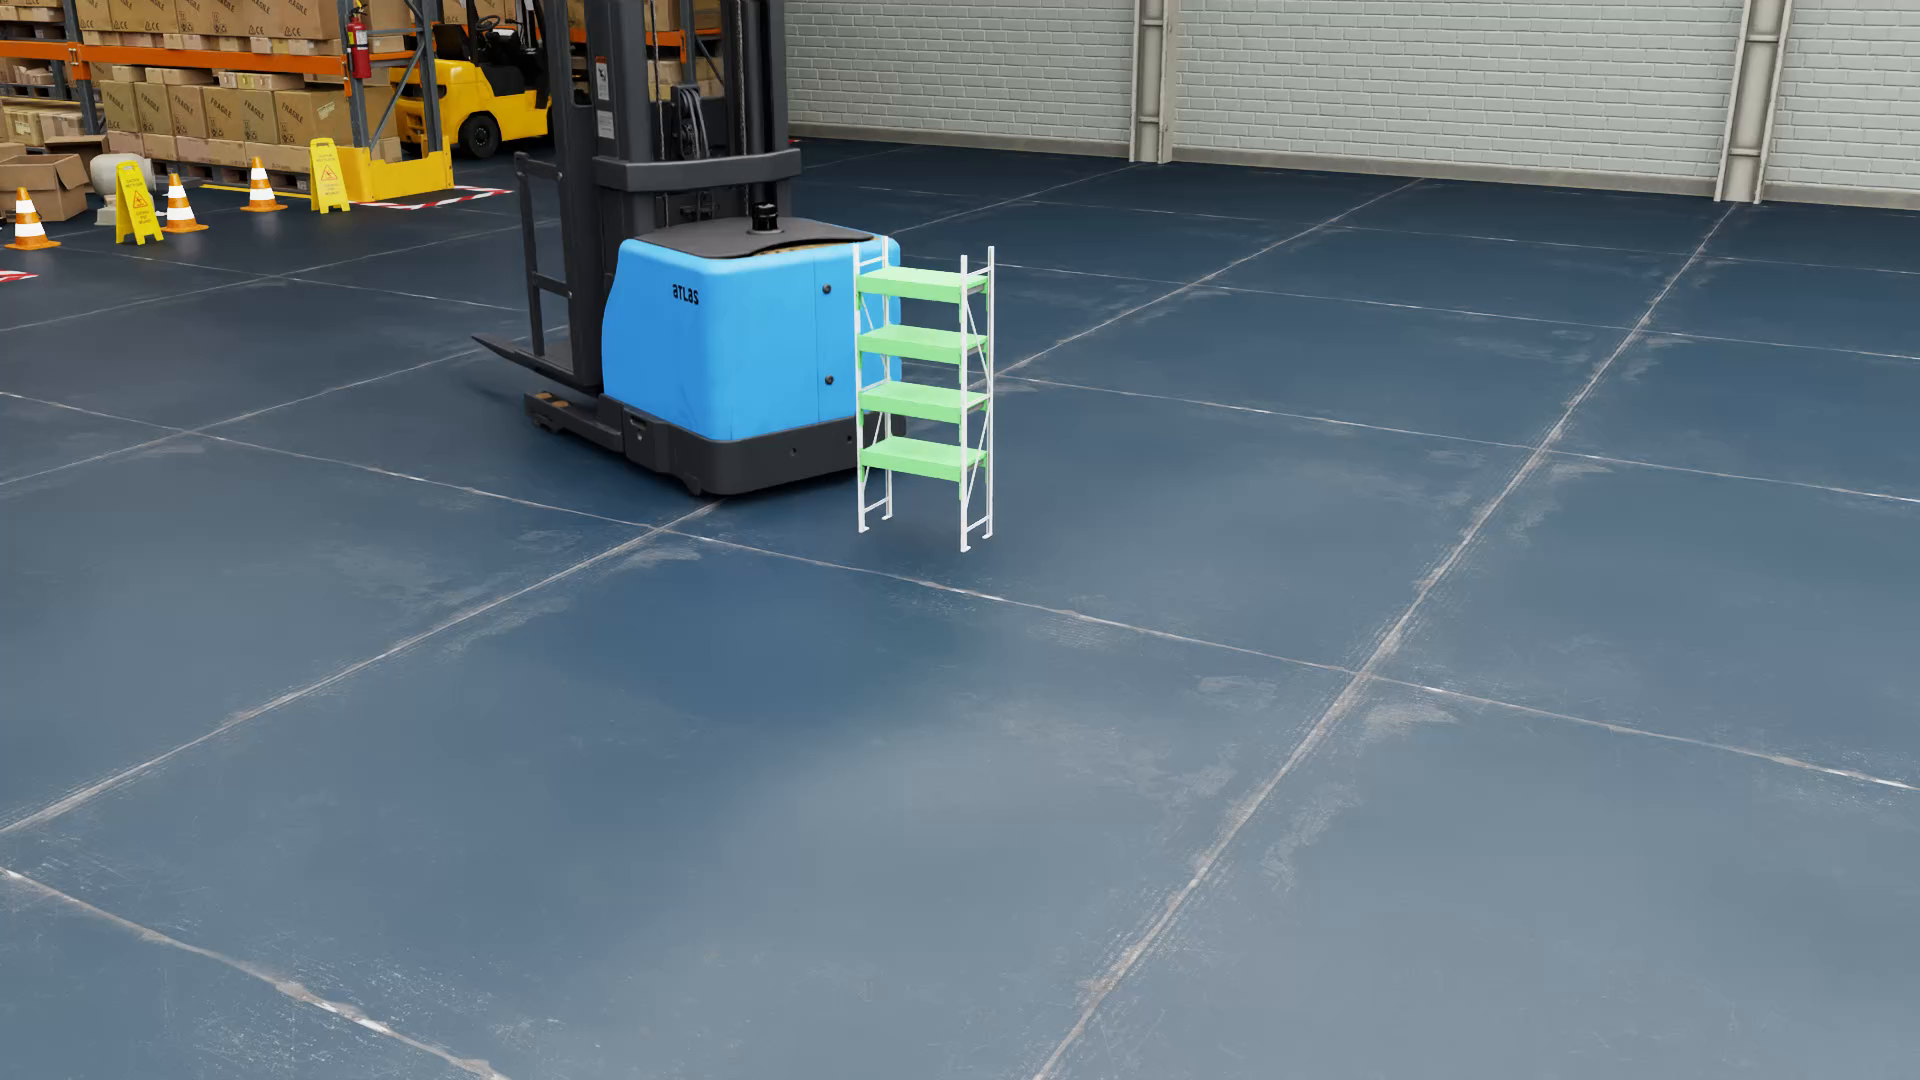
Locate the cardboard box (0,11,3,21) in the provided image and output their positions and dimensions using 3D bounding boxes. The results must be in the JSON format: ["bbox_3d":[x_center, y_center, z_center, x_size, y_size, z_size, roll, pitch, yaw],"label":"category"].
[{"bbox_3d":[-10.133,-5.627,17.732,0.250,0.149,0.380,11,23,28],"label":"cardboard box"}]

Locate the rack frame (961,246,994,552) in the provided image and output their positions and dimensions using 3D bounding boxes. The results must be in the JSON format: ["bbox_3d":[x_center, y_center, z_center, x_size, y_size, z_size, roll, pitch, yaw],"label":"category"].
[{"bbox_3d":[0.069,-0.551,6.625,0.015,1.200,0.240,11,23,27],"label":"rack frame"}]

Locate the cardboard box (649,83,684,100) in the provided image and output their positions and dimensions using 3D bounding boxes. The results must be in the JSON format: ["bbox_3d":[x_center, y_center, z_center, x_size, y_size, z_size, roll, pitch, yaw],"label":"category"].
[{"bbox_3d":[-3.528,-5.363,19.934,0.500,0.250,0.500,10,22,27],"label":"cardboard box"}]

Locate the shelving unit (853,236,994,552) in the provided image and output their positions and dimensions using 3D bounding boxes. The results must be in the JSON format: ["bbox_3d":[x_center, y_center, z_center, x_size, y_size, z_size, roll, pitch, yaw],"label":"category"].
[{"bbox_3d":[-0.145,-0.592,6.736,0.503,1.200,0.258,11,23,27],"label":"shelving unit"}]

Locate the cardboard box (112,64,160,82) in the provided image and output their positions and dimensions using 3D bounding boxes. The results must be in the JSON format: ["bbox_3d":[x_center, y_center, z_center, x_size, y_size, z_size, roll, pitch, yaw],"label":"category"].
[{"bbox_3d":[-8.397,-4.767,16.974,0.250,0.149,0.380,11,23,28],"label":"cardboard box"}]

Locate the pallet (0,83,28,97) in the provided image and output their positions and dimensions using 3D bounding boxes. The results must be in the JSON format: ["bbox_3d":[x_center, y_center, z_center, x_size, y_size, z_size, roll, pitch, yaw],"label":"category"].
[{"bbox_3d":[-15.095,-7.237,26.506,1.213,0.211,1.003,11,23,27],"label":"pallet"}]

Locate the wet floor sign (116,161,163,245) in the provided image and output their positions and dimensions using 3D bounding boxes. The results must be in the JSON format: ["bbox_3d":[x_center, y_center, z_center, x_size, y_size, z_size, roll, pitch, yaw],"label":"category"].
[{"bbox_3d":[-6.703,-2.744,13.484,0.232,0.644,0.267,7,21,18],"label":"wet floor sign"}]

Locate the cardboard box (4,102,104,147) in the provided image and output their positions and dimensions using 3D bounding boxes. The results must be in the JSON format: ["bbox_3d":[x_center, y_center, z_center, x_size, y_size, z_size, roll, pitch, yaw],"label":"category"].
[{"bbox_3d":[-9.949,-4.589,18.355,0.625,0.372,0.950,12,23,31],"label":"cardboard box"}]

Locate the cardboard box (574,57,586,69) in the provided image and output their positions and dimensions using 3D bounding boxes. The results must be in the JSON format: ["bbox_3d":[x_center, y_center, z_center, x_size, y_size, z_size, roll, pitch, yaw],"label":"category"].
[{"bbox_3d":[-4.399,-5.758,20.289,0.500,0.250,0.500,11,23,28],"label":"cardboard box"}]

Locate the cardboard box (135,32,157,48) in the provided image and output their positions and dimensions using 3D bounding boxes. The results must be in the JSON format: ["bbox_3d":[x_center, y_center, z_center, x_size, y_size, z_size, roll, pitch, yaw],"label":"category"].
[{"bbox_3d":[-8.050,-5.043,16.737,0.250,0.149,0.380,12,23,29],"label":"cardboard box"}]

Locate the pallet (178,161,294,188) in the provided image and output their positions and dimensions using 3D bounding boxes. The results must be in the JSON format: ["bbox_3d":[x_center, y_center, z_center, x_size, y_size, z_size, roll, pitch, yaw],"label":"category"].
[{"bbox_3d":[-7.188,-3.807,17.052,1.213,0.211,1.003,11,23,27],"label":"pallet"}]

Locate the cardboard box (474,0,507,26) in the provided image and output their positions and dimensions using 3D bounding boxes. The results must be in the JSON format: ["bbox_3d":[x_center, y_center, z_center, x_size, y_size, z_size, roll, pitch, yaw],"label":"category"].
[{"bbox_3d":[-5.720,-6.714,20.829,0.500,0.500,0.500,11,23,28],"label":"cardboard box"}]

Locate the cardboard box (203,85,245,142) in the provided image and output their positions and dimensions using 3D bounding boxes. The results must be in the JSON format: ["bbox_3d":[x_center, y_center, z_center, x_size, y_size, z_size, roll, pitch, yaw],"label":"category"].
[{"bbox_3d":[-7.089,-4.241,16.476,0.500,0.500,0.500,10,22,26],"label":"cardboard box"}]

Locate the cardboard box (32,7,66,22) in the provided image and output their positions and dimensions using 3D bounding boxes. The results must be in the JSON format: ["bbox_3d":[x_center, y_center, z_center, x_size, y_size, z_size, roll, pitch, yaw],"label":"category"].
[{"bbox_3d":[-9.444,-5.505,17.394,0.250,0.149,0.380,11,23,28],"label":"cardboard box"}]

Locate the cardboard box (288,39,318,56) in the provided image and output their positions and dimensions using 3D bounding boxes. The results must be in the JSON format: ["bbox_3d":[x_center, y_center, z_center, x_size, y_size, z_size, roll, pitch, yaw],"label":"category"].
[{"bbox_3d":[-6.074,-4.646,15.643,0.250,0.149,0.380,10,22,27],"label":"cardboard box"}]

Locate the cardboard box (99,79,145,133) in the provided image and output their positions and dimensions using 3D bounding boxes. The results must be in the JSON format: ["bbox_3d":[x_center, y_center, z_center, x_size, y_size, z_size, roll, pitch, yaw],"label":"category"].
[{"bbox_3d":[-8.477,-4.501,17.191,0.500,0.500,0.500,12,23,30],"label":"cardboard box"}]

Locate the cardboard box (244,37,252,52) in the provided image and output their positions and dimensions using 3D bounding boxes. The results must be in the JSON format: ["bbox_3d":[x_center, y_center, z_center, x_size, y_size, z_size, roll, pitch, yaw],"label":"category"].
[{"bbox_3d":[-6.682,-4.814,16.105,0.250,0.149,0.380,11,23,28],"label":"cardboard box"}]

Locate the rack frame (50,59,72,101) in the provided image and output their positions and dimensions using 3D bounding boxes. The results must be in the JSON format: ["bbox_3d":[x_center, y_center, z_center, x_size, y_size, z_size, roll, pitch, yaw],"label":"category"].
[{"bbox_3d":[-13.427,-8.231,25.156,0.127,3.000,1.000,11,23,27],"label":"rack frame"}]

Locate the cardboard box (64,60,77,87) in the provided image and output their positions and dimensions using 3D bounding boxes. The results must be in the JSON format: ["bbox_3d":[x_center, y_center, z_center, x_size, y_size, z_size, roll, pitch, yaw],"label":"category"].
[{"bbox_3d":[-13.115,-7.106,25.105,0.500,0.500,0.500,12,23,30],"label":"cardboard box"}]

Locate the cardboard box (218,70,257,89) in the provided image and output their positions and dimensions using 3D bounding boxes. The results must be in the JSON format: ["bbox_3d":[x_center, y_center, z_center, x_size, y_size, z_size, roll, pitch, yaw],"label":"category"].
[{"bbox_3d":[-6.995,-4.503,16.245,0.250,0.149,0.380,12,23,30],"label":"cardboard box"}]

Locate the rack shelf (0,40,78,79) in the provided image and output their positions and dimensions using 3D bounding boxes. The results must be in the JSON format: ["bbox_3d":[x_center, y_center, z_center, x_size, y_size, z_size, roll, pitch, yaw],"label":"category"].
[{"bbox_3d":[-10.606,-5.416,18.453,4.000,0.370,1.077,11,23,27],"label":"rack shelf"}]

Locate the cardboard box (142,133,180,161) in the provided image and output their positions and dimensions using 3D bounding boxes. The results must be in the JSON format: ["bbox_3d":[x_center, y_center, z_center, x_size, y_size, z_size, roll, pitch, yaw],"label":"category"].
[{"bbox_3d":[-8.005,-4.063,17.083,0.500,0.250,0.500,12,23,30],"label":"cardboard box"}]

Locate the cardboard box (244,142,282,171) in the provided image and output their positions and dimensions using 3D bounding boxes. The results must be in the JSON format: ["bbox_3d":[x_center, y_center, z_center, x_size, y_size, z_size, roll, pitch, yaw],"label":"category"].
[{"bbox_3d":[-6.654,-3.804,16.371,0.500,0.250,0.500,11,23,27],"label":"cardboard box"}]

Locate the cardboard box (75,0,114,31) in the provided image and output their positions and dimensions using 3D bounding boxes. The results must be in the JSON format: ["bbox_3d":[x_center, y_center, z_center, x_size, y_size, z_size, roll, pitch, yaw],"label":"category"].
[{"bbox_3d":[-8.612,-5.453,16.915,0.500,0.500,0.500,11,23,27],"label":"cardboard box"}]

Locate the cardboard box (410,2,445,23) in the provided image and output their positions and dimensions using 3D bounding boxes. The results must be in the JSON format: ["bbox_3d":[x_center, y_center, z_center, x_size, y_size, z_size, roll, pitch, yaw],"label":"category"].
[{"bbox_3d":[-7.010,-6.836,21.531,0.500,0.250,0.500,11,23,29],"label":"cardboard box"}]

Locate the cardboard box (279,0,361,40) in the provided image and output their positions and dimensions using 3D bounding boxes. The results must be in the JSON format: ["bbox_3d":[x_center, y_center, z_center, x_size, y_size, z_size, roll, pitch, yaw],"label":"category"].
[{"bbox_3d":[-5.977,-4.952,15.535,0.500,0.500,0.500,10,22,26],"label":"cardboard box"}]

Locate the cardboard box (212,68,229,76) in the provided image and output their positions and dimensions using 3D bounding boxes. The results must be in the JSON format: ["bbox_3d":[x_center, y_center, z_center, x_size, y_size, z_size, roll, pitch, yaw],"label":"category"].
[{"bbox_3d":[-10.409,-6.594,23.695,0.500,0.500,0.500,12,23,29],"label":"cardboard box"}]

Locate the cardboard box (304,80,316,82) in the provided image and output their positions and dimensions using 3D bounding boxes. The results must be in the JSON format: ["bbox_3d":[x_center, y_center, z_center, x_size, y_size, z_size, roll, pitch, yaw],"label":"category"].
[{"bbox_3d":[-6.851,-4.406,16.929,0.500,0.500,0.500,11,23,28],"label":"cardboard box"}]

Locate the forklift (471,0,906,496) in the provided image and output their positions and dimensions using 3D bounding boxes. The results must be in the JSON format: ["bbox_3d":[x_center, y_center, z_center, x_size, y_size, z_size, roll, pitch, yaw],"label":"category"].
[{"bbox_3d":[-1.566,-2.004,8.092,1.130,2.935,3.031,-15,25,-36],"label":"forklift"}]

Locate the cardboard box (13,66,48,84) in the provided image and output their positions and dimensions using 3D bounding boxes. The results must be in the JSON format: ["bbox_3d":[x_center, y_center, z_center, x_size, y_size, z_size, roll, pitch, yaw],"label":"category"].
[{"bbox_3d":[-14.368,-7.207,25.729,0.258,0.266,0.396,12,23,29],"label":"cardboard box"}]

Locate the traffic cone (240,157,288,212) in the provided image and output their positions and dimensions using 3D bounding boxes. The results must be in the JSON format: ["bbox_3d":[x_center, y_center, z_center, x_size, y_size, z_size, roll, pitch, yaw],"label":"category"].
[{"bbox_3d":[-6.373,-3.252,15.151,0.334,0.463,0.336,11,23,27],"label":"traffic cone"}]

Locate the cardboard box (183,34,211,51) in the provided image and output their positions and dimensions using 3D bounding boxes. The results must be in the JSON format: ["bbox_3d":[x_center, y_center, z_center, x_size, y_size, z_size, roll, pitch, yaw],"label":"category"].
[{"bbox_3d":[-7.396,-4.907,16.362,0.250,0.149,0.380,11,23,27],"label":"cardboard box"}]

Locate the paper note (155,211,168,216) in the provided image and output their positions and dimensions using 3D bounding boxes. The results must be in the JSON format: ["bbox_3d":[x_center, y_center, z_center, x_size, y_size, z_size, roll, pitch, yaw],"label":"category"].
[{"bbox_3d":[-7.164,-2.926,14.886,0.142,0.019,0.148,3,20,9],"label":"paper note"}]

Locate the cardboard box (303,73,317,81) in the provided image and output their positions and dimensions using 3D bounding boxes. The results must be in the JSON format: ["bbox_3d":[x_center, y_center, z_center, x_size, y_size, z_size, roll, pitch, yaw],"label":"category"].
[{"bbox_3d":[-8.823,-6.432,23.066,0.625,0.625,0.875,12,23,29],"label":"cardboard box"}]

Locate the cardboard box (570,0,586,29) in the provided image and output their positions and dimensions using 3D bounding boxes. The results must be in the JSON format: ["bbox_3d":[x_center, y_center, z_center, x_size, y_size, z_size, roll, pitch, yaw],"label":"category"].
[{"bbox_3d":[-4.404,-6.460,20.128,0.500,0.500,0.500,10,22,26],"label":"cardboard box"}]

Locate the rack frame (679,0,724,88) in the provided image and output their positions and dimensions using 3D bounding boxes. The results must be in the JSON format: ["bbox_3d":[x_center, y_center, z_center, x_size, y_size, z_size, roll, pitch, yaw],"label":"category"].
[{"bbox_3d":[-2.951,-6.235,19.655,0.127,3.000,1.000,11,23,27],"label":"rack frame"}]

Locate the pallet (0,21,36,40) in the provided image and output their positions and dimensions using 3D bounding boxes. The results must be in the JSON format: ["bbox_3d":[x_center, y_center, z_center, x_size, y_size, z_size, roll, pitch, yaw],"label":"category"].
[{"bbox_3d":[-10.604,-5.680,18.406,1.213,0.211,1.003,11,23,27],"label":"pallet"}]

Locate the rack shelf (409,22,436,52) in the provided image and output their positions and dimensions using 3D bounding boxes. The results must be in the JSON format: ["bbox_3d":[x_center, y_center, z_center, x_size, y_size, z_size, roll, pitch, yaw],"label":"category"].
[{"bbox_3d":[-8.189,-6.895,22.528,4.000,0.370,1.077,11,23,27],"label":"rack shelf"}]

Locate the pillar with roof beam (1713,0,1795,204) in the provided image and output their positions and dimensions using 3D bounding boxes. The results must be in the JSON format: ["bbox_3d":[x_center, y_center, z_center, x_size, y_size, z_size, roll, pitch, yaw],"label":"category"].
[{"bbox_3d":[5.258,-6.162,10.656,0.400,9.000,9.100,11,23,27],"label":"pillar with roof beam"}]

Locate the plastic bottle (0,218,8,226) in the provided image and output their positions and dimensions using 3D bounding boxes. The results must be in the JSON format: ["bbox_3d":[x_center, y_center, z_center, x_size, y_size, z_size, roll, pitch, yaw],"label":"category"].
[{"bbox_3d":[-8.388,-2.744,14.341,0.283,0.061,0.133,3,20,9],"label":"plastic bottle"}]

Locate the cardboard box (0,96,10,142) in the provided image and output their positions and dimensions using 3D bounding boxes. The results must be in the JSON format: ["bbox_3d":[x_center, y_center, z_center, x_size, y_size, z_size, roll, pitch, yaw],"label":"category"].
[{"bbox_3d":[-9.702,-4.068,16.236,0.500,0.500,0.500,11,23,27],"label":"cardboard box"}]

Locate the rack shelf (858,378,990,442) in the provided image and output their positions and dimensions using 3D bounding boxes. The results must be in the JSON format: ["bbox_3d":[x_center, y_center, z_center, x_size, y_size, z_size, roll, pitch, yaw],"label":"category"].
[{"bbox_3d":[-0.145,-0.532,6.758,0.480,0.148,0.258,11,23,27],"label":"rack shelf"}]

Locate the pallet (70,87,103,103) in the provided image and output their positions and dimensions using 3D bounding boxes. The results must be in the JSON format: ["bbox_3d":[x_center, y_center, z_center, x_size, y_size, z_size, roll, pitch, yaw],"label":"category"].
[{"bbox_3d":[-12.699,-6.796,25.290,1.213,0.211,1.003,11,23,27],"label":"pallet"}]

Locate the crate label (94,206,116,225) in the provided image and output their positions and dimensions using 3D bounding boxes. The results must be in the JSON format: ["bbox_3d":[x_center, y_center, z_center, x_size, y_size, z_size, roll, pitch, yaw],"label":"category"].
[{"bbox_3d":[-7.334,-2.824,14.449,0.298,0.136,0.250,0,20,-1],"label":"crate label"}]

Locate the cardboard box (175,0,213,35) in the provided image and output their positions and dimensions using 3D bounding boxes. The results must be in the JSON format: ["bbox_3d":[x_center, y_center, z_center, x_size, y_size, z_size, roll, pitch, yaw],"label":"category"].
[{"bbox_3d":[-7.280,-5.211,16.248,0.500,0.500,0.500,11,23,28],"label":"cardboard box"}]

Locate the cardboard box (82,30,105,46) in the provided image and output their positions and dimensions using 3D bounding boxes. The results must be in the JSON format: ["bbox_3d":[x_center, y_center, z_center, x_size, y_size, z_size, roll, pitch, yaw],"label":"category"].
[{"bbox_3d":[-8.742,-5.156,17.049,0.250,0.149,0.380,11,23,27],"label":"cardboard box"}]
